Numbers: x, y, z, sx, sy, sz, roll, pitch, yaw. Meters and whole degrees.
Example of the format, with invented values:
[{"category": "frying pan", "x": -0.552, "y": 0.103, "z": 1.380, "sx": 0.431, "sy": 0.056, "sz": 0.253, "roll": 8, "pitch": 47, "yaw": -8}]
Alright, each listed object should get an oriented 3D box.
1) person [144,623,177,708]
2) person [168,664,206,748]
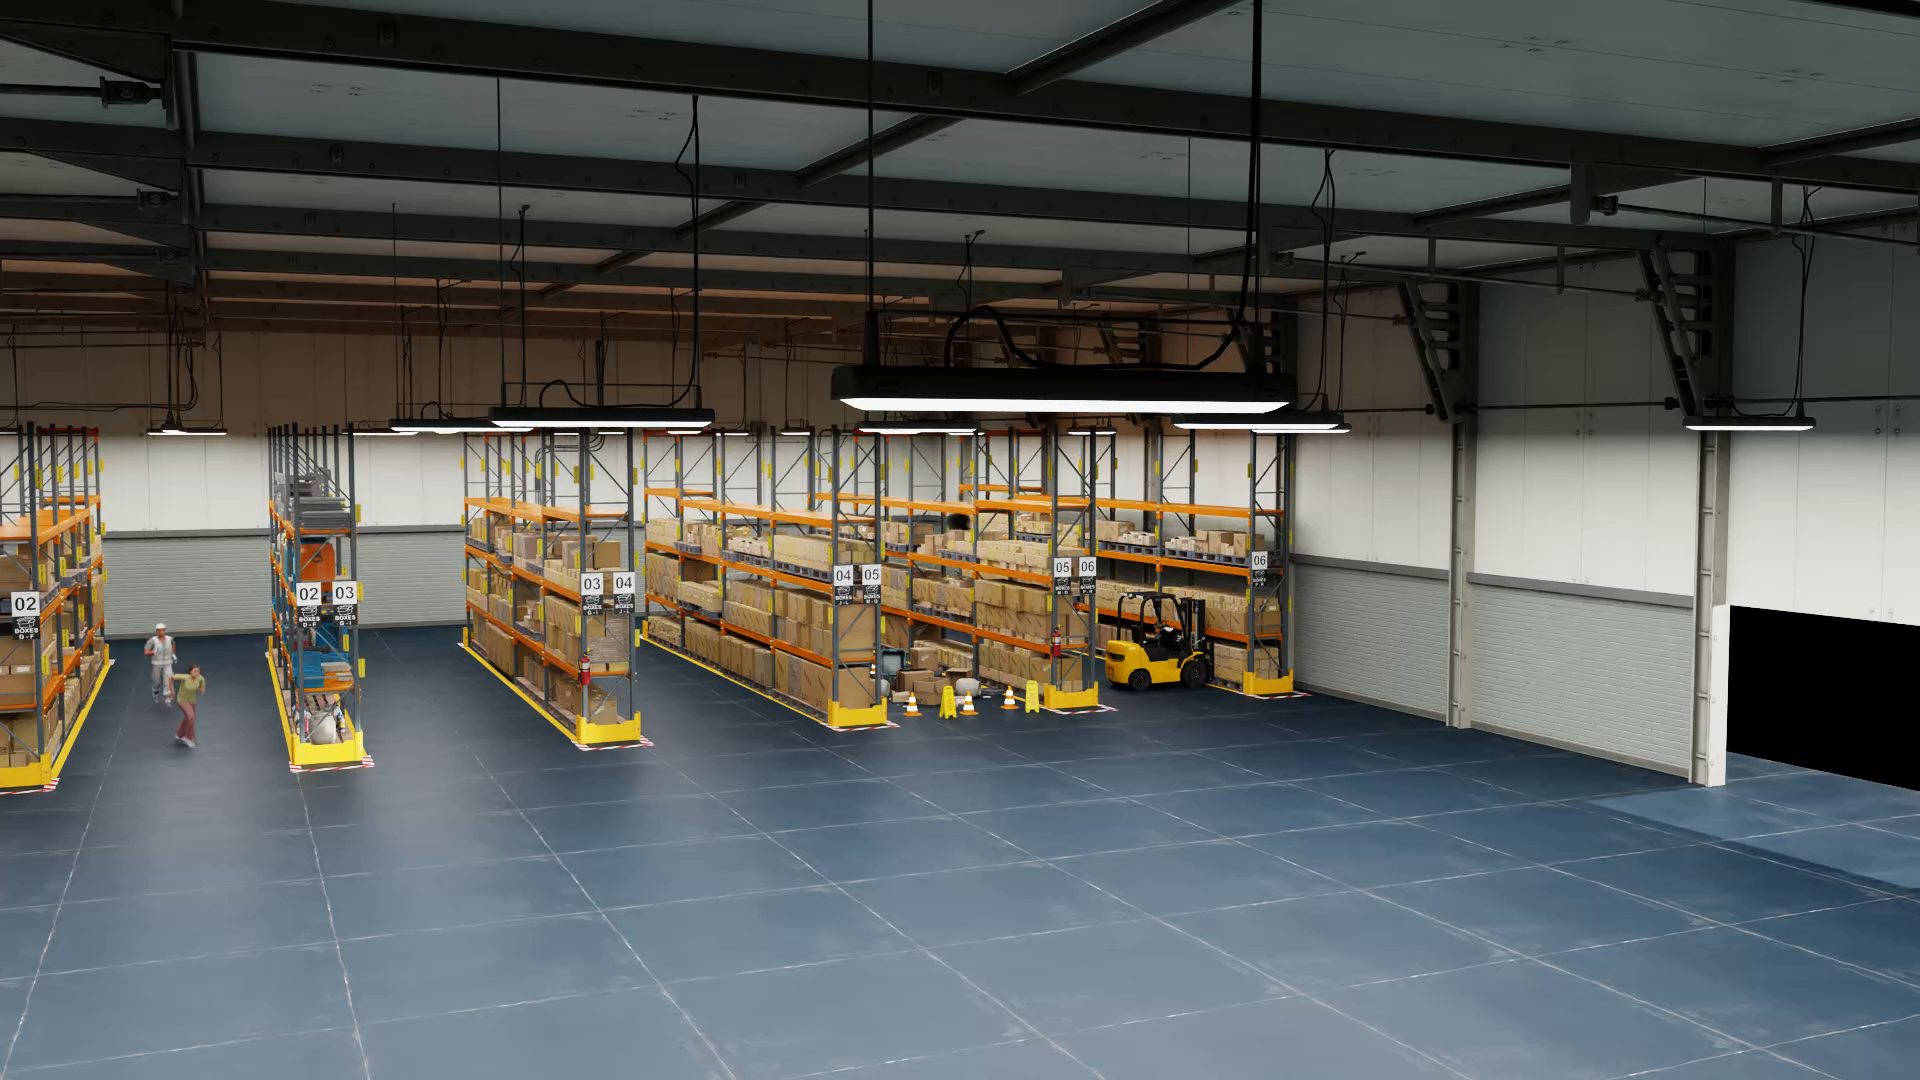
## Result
[{"category": "person", "x": -16.866, "y": 2.636, "z": 35.098, "sx": 0.652, "sy": 1.761, "sz": 1.011, "roll": -2, "pitch": 4, "yaw": -35}, {"category": "person", "x": -14.400, "y": 3.071, "z": 30.937, "sx": 0.935, "sy": 1.599, "sz": 0.625, "roll": 3, "pitch": 5, "yaw": 41}]
